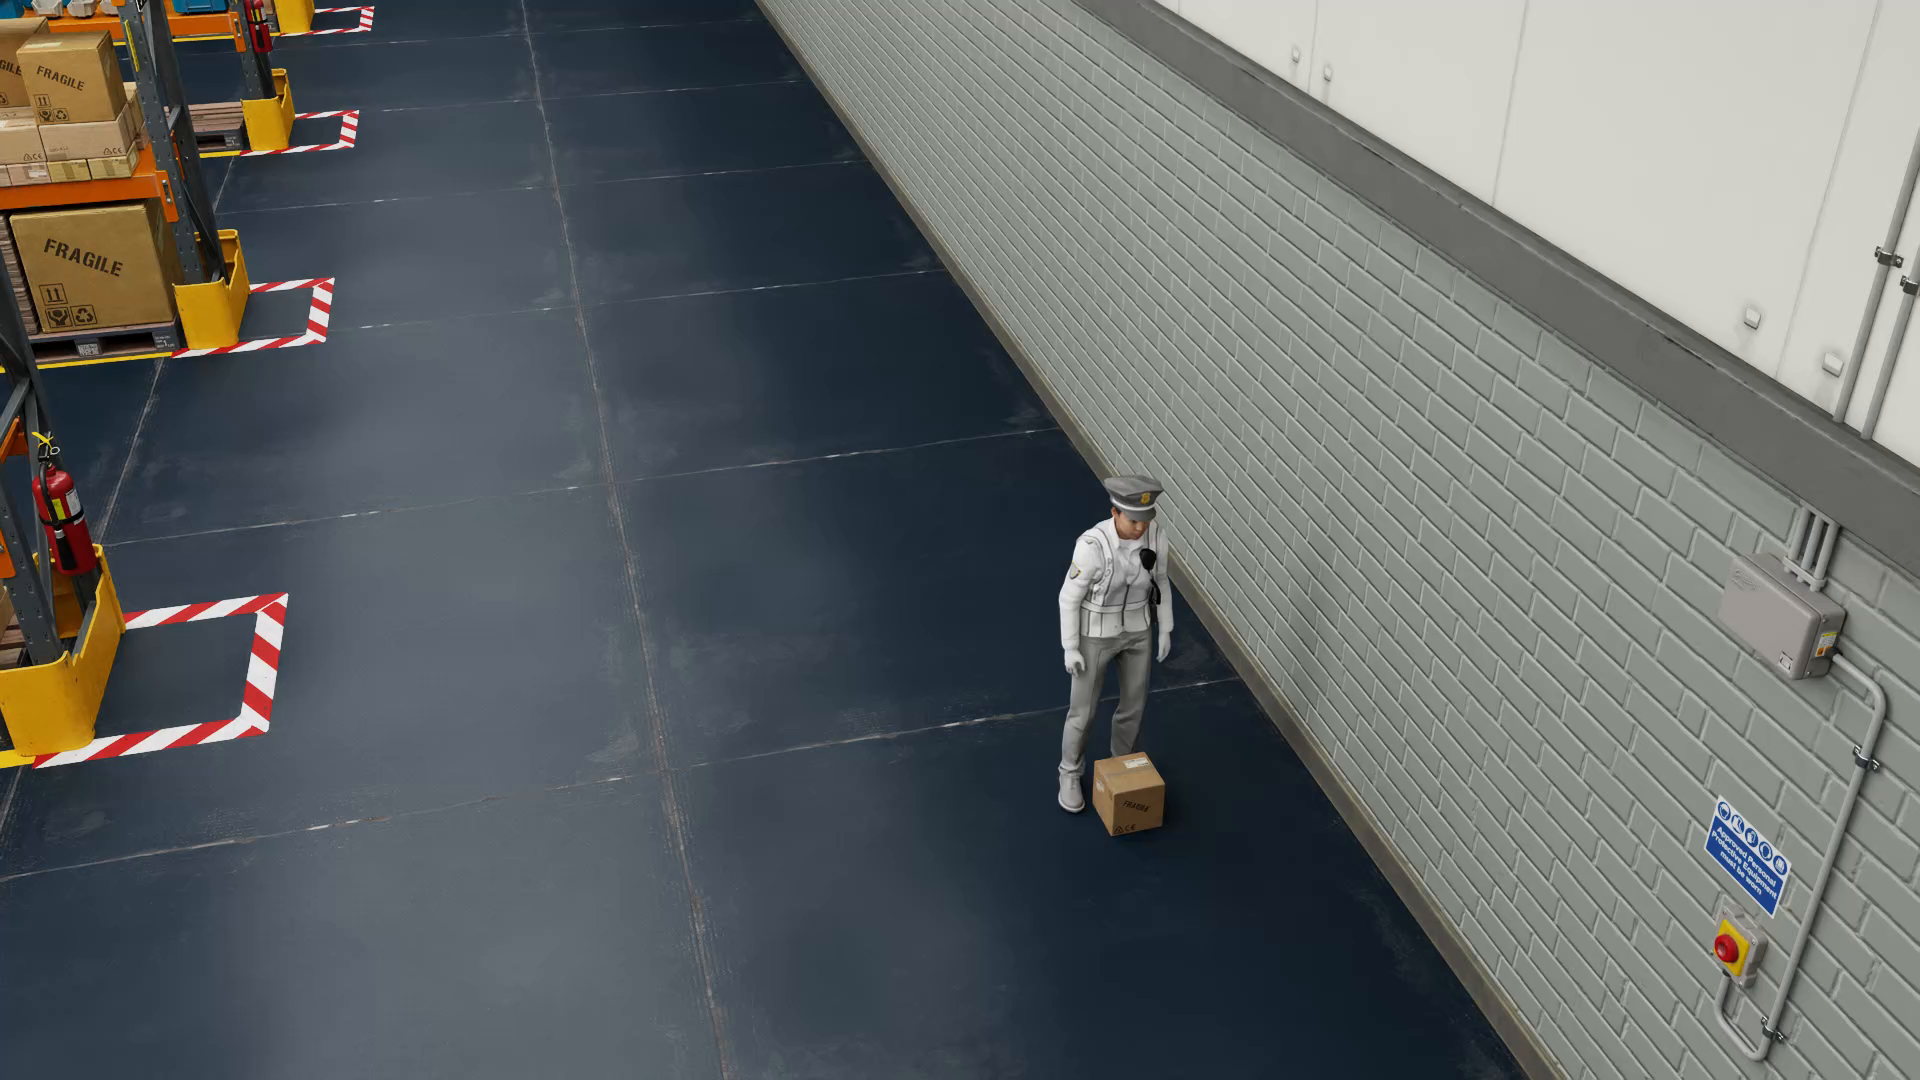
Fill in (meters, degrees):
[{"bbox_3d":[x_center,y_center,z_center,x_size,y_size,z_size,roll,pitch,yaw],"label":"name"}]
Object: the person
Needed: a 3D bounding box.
[{"bbox_3d":[0.700,0.440,7.477,0.546,1.666,0.371,-9,32,-15],"label":"person"}]
